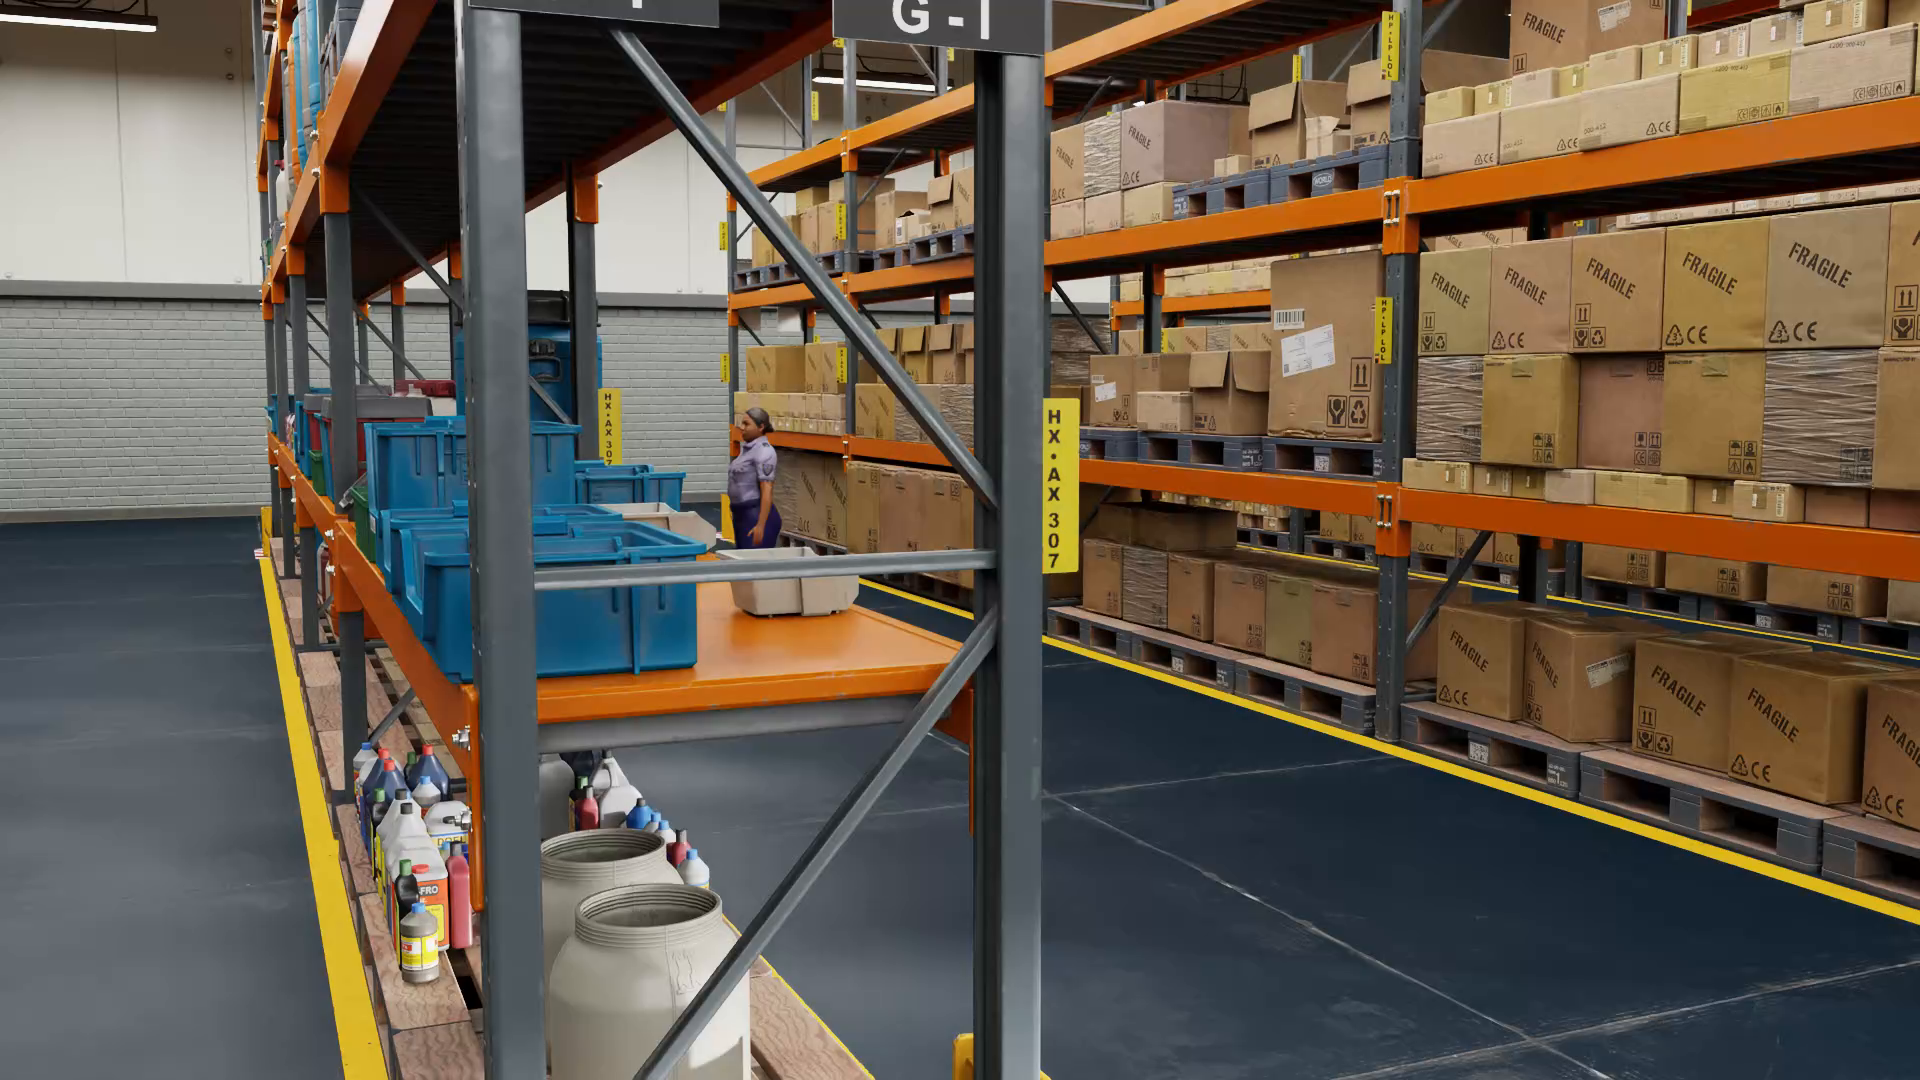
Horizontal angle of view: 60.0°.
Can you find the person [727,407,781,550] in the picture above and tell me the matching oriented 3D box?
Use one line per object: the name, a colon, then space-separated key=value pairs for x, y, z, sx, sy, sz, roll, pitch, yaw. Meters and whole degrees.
person: x=-1.449 y=-0.083 z=11.759 sx=0.387 sy=1.707 sz=0.545 roll=-2 pitch=6 yaw=-23
